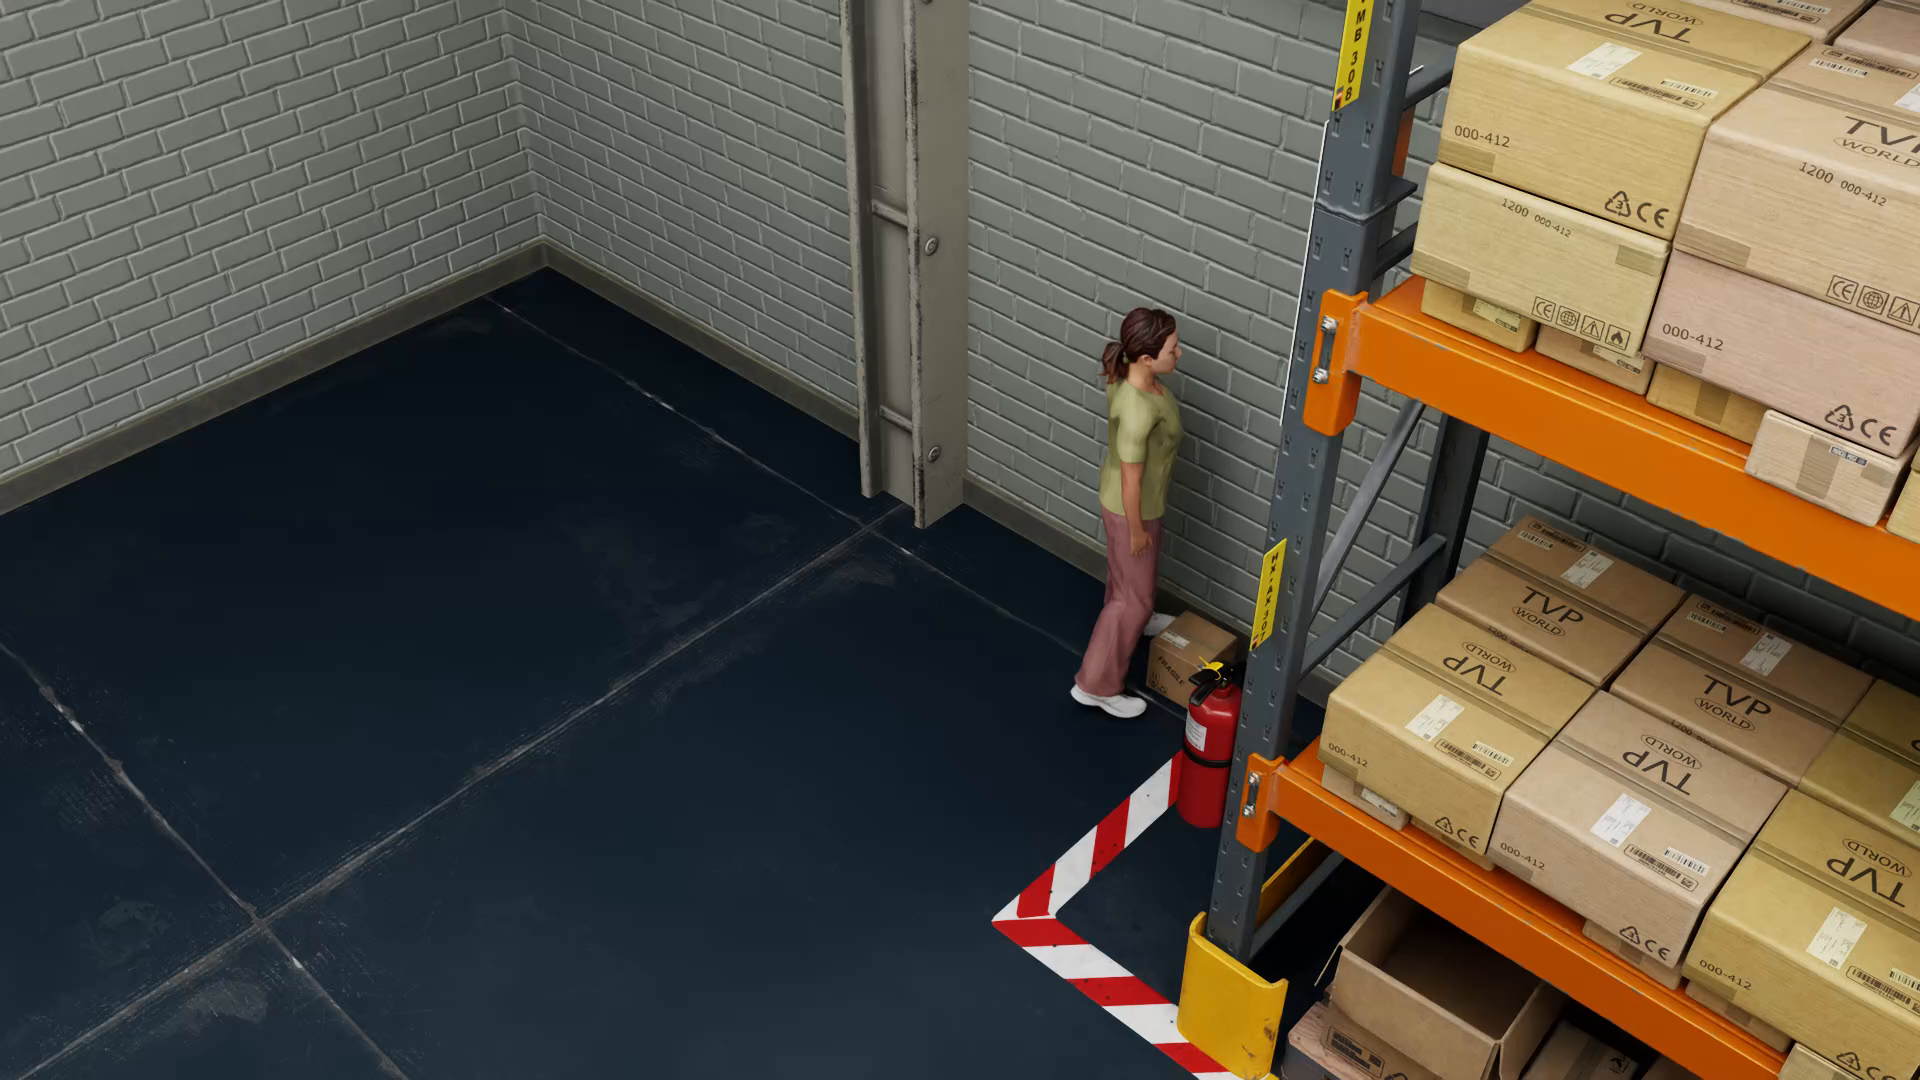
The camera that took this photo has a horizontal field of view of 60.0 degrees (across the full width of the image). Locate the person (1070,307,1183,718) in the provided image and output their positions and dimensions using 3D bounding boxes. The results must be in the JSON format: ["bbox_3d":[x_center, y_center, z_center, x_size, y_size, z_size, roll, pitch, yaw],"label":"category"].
[{"bbox_3d":[0.674,-0.118,6.291,0.460,1.678,0.578,1,40,1],"label":"person"}]
